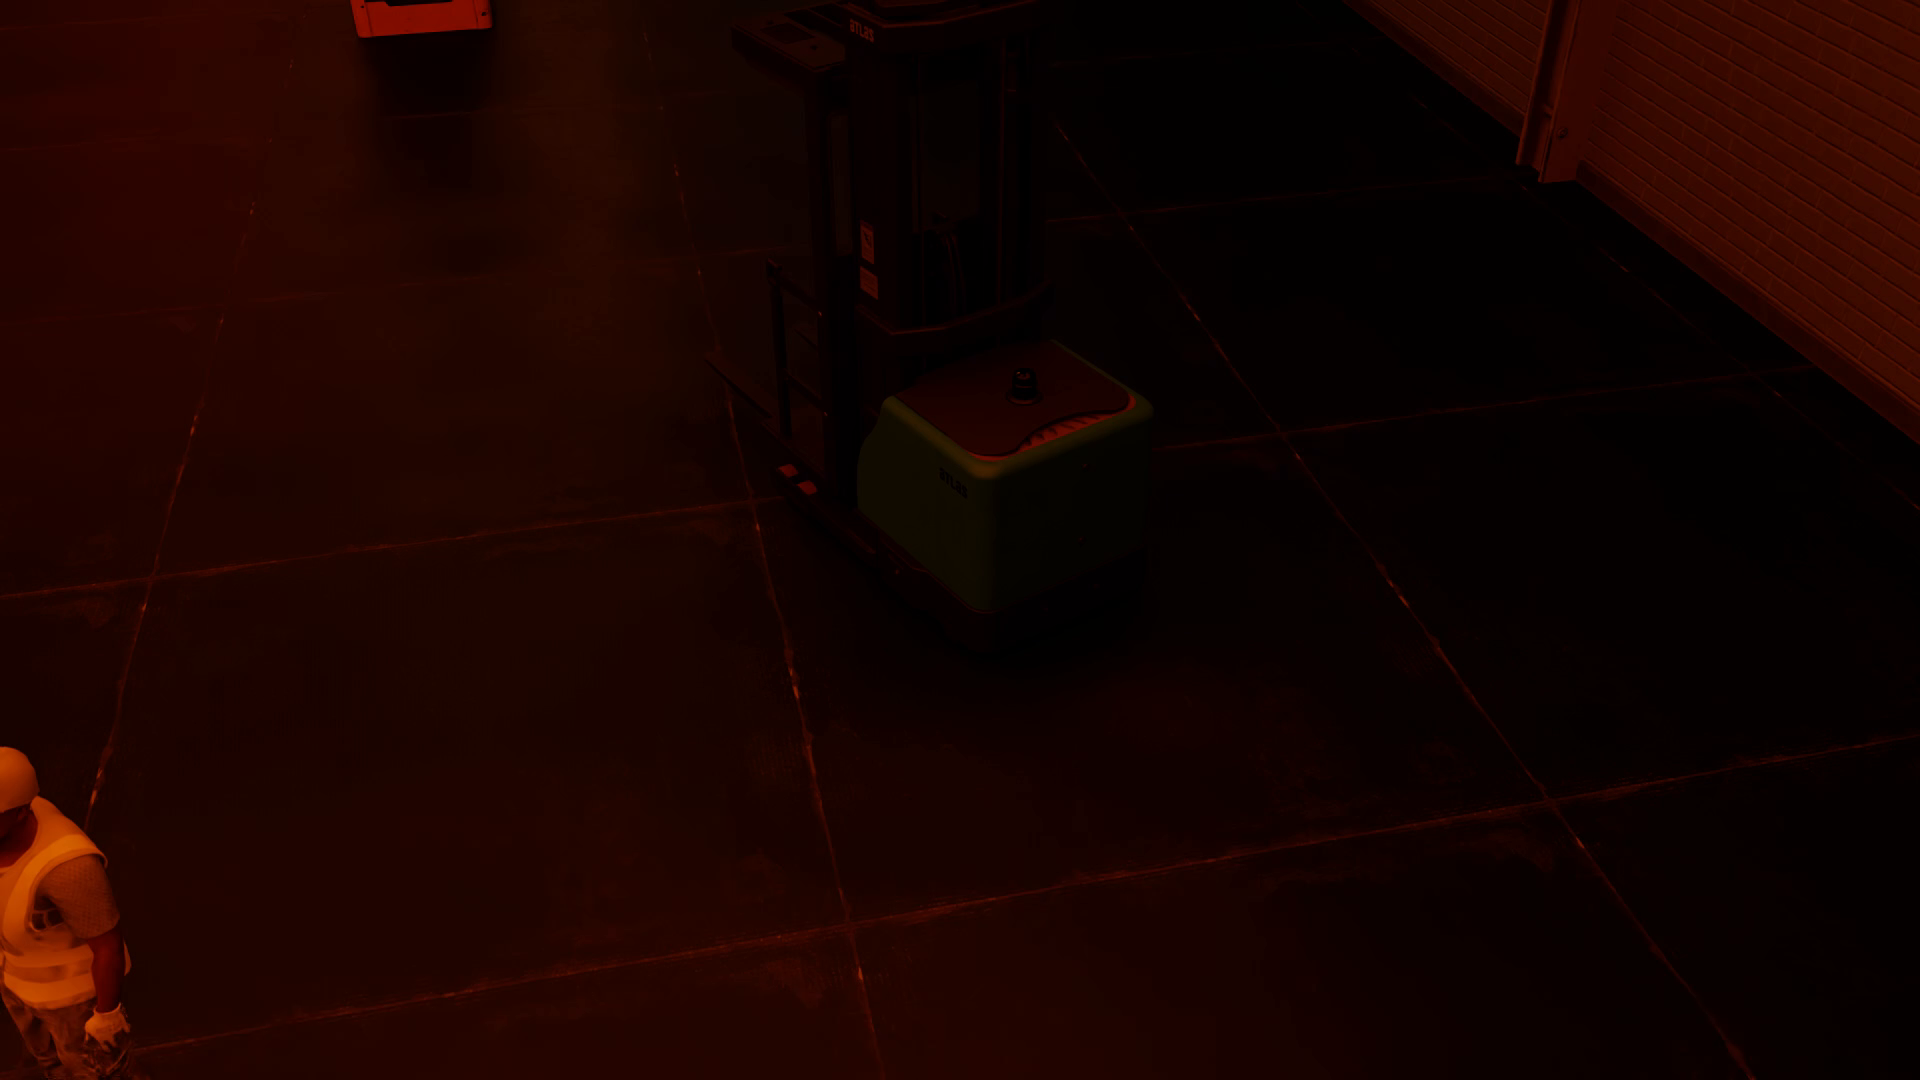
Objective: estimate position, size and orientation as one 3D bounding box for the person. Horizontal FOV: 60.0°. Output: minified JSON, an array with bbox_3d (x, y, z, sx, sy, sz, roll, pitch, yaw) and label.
[{"bbox_3d":[-2.839,1.369,5.129,0.652,1.791,0.535,22,41,27],"label":"person"}]

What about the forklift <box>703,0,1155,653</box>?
[{"bbox_3d":[-0.350,-1.480,8.107,1.130,2.935,3.031,-22,41,-28],"label":"forklift"}]
